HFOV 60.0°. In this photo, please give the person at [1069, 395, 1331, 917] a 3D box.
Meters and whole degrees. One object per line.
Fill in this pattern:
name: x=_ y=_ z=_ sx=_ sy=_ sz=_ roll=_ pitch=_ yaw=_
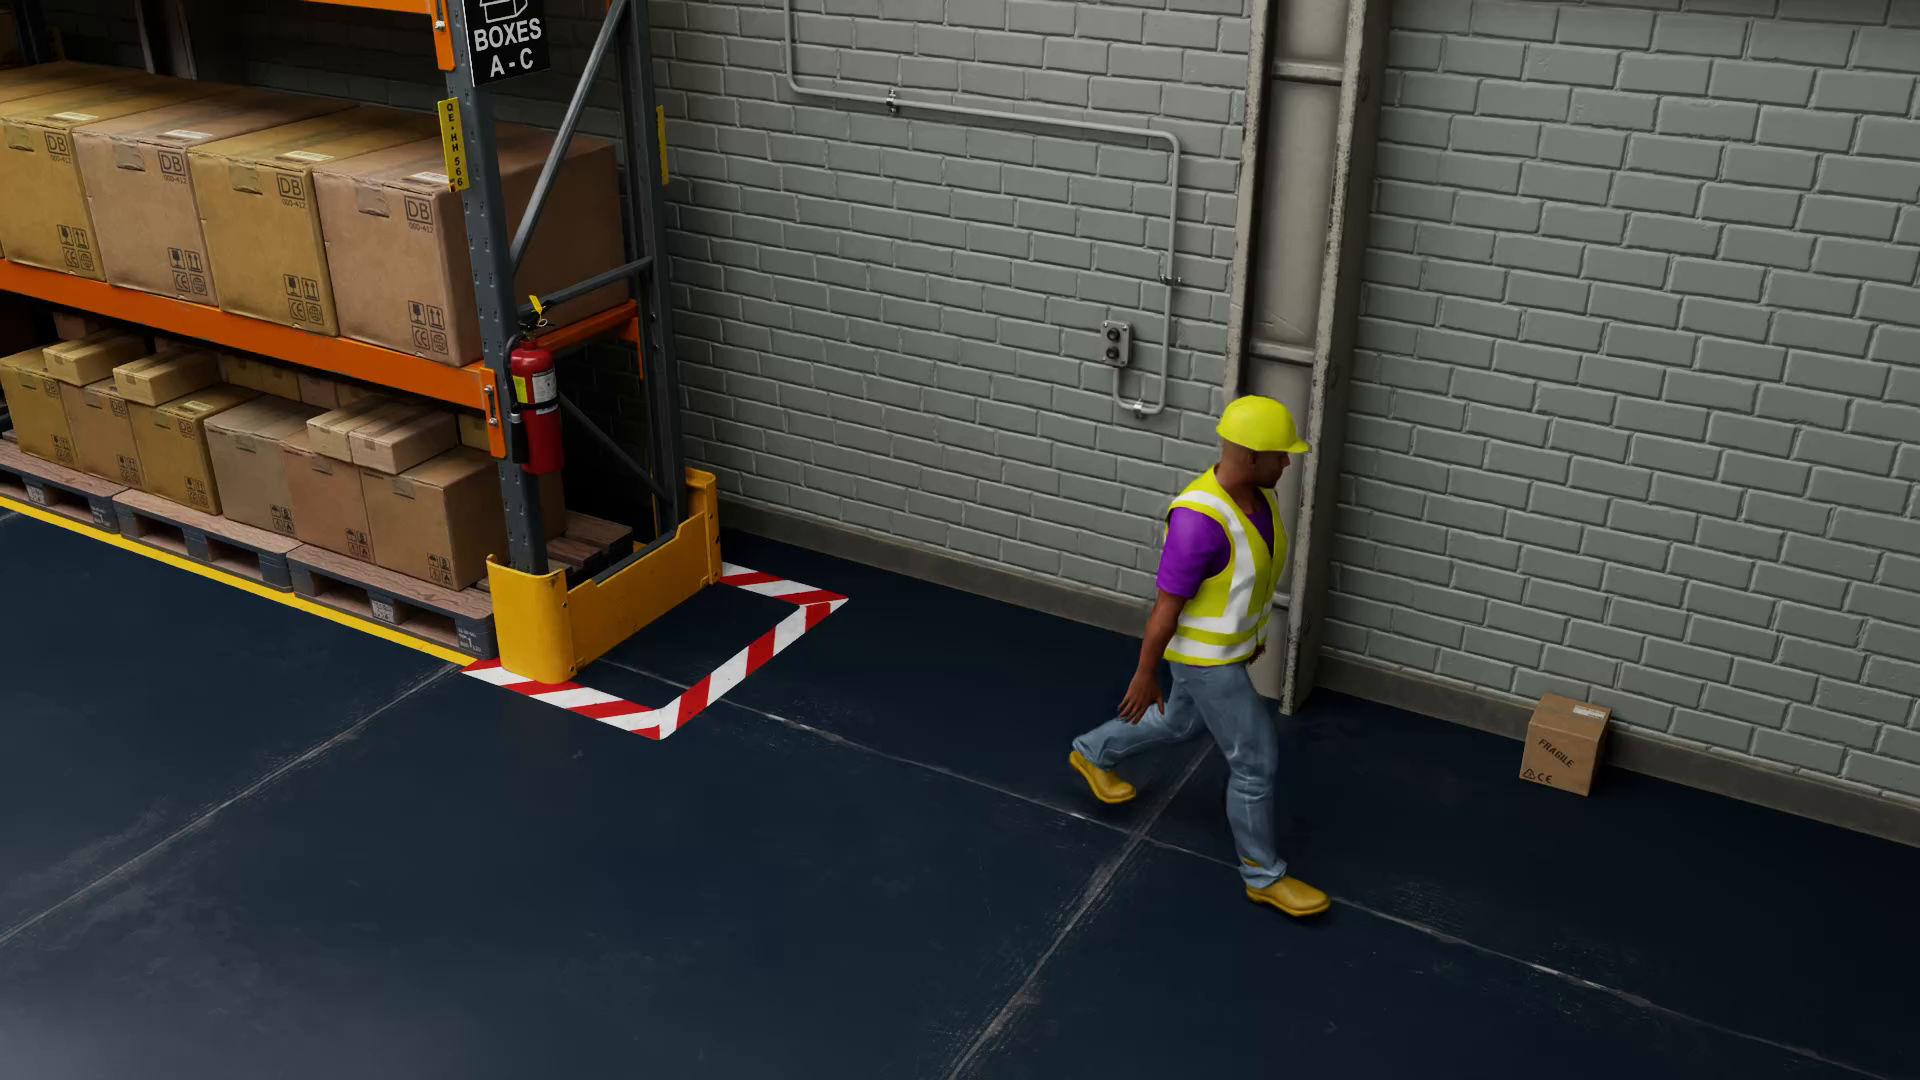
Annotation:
person: x=0.814 y=0.333 z=5.458 sx=1.080 sy=1.720 sz=0.670 roll=14 pitch=30 yaw=26
